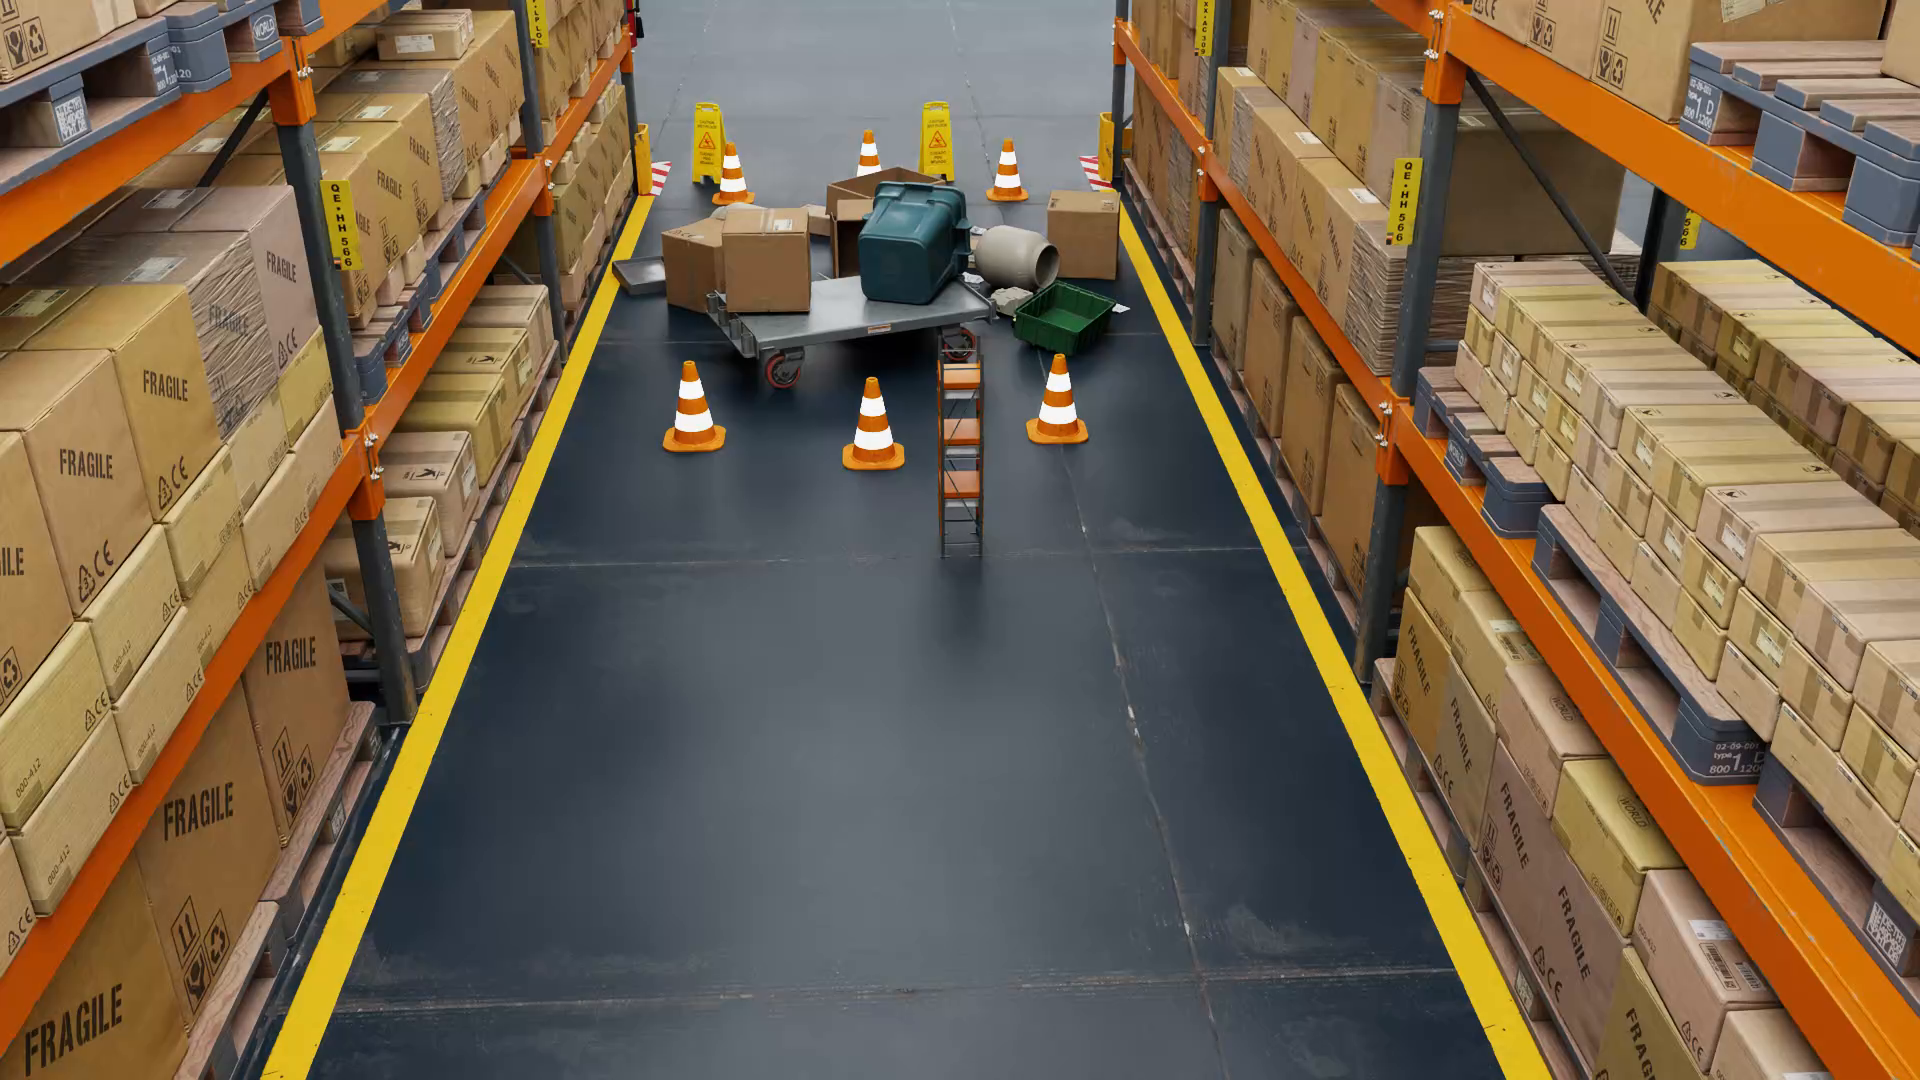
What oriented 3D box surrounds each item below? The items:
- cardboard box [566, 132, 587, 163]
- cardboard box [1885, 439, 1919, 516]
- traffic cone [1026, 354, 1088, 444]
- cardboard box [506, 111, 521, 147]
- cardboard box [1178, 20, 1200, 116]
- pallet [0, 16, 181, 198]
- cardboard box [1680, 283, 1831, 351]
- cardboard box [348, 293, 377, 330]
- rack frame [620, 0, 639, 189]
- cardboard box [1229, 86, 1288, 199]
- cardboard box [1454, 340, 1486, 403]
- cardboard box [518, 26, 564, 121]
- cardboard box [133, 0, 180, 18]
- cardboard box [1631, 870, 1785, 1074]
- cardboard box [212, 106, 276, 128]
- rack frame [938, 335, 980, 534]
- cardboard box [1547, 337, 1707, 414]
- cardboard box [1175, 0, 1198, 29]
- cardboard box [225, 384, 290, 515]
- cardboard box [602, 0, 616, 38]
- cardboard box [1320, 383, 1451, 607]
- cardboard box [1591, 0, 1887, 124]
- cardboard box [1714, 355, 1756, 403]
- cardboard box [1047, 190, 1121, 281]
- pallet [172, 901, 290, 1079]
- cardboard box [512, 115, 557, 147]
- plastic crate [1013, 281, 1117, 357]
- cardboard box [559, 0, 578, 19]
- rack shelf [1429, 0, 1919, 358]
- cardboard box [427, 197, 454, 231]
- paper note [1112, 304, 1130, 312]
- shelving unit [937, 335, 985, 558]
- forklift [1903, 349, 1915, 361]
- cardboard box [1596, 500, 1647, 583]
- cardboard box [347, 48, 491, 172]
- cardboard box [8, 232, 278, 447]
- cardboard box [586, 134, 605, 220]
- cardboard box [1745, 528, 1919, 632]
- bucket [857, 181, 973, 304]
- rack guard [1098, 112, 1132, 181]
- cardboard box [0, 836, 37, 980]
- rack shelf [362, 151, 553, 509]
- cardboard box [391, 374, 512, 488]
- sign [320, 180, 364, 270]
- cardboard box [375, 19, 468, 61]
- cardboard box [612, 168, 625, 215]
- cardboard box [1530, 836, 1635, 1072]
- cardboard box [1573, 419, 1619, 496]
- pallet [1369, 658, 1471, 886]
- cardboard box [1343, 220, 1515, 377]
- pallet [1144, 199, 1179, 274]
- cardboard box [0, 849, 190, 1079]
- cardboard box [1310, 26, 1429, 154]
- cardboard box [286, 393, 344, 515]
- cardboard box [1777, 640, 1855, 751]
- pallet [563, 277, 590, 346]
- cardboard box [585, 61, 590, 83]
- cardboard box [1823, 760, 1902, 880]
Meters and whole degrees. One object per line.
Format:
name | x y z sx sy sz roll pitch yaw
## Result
cardboard box | -2.687 -2.595 10.988 0.380 0.149 0.250 0 28 -1
cardboard box | 2.757 -0.157 4.481 0.380 0.149 0.250 -1 28 -1
traffic cone | 0.549 -0.818 9.317 0.336 0.463 0.334 -1 28 -3
cardboard box | -2.648 -2.276 9.187 0.380 0.149 0.250 -1 28 -2
cardboard box | 1.905 -3.088 10.765 0.875 0.550 0.550 -1 28 -3
pallet | -2.594 -1.019 3.920 1.003 0.211 1.213 0 28 0
cardboard box | 2.690 -0.758 5.634 0.380 0.149 0.250 -2 28 -3
cardboard box | -2.555 -0.946 6.637 0.380 0.149 0.250 -3 28 -6
rack frame | -3.160 -4.279 13.211 1.000 3.000 0.127 -1 28 -3
cardboard box | 1.773 -2.160 9.040 0.500 0.500 0.500 -1 28 -2
cardboard box | 2.018 -0.614 6.002 0.380 0.149 0.250 -2 28 -3
cardboard box | -2.696 -2.818 9.980 0.500 0.500 0.500 -1 28 -3
cardboard box | -2.501 -1.693 4.446 0.700 0.500 0.500 -3 28 -5
cardboard box | 2.100 1.110 4.315 0.500 0.250 0.500 0 28 0
cardboard box | -3.109 -1.622 7.232 0.500 0.500 0.500 -3 28 -6
rack frame | -0.004 -0.497 8.068 0.200 1.050 0.008 -1 28 -3
cardboard box | 2.065 -0.512 5.162 0.380 0.149 0.250 -3 28 -5
cardboard box | 1.857 -3.566 10.513 0.875 0.550 0.550 -1 28 -3
cardboard box | -2.433 -0.286 5.176 0.500 0.250 0.500 -2 28 -4
cardboard box | -2.835 -3.980 12.208 0.500 0.500 0.500 -1 28 -3
cardboard box | 2.254 -0.223 7.413 1.050 0.750 0.750 -2 28 -3
cardboard box | 2.025 -1.394 4.327 0.500 0.500 0.500 -1 28 -3
cardboard box | 2.708 -0.496 5.453 0.380 0.149 0.250 -1 28 -1
cardboard box | 0.881 -2.183 11.892 0.500 0.500 0.500 3 28 6
pallet | -2.715 1.580 4.993 1.003 0.211 1.213 -1 28 -3
cardboard box | -2.647 -2.474 10.021 0.380 0.149 0.250 -2 28 -3
plastic crate | 0.670 -1.426 10.718 0.450 0.188 0.662 22 34 18
cardboard box | -2.762 -3.496 10.199 0.700 0.500 0.500 -1 28 -2
rack shelf | 2.300 -0.838 4.148 1.077 0.370 4.000 -1 28 -3
cardboard box | -2.609 -1.562 7.818 0.380 0.149 0.250 -1 28 -1
paper note | 1.048 -1.571 11.228 0.147 0.020 0.142 -23 35 -37
shelving unit | 0.003 -0.441 7.960 0.215 1.050 0.252 -1 28 -3
forklift | 4.888 -1.138 7.263 1.130 2.935 3.031 6 28 11
cardboard box | 2.089 -0.002 4.828 0.380 0.149 0.250 -1 28 -2
cardboard box | -2.650 -2.119 8.186 0.500 0.500 0.500 0 28 -1
cardboard box | -2.419 -0.603 4.974 0.500 0.500 0.500 -1 28 -2
cardboard box | -2.777 -2.497 11.502 0.500 0.500 0.500 0 28 0
cardboard box | 2.139 0.099 3.991 0.380 0.149 0.250 -2 28 -4
bucket | -0.322 -1.828 10.407 0.726 0.611 0.620 8 39 15
rack guard | 1.777 -3.348 14.129 1.175 0.500 0.348 -1 28 -3
cardboard box | -2.321 0.880 3.480 0.500 0.250 0.500 -2 28 -4
rack shelf | -2.846 -1.189 8.065 1.077 0.370 4.000 -1 28 -3
cardboard box | -2.842 -0.558 8.464 0.950 0.372 0.625 0 28 -1
sign | -2.188 -1.113 5.888 0.100 0.325 0.005 -1 28 -3
cardboard box | -2.614 -2.430 8.081 0.380 0.149 0.250 -3 28 -5
cardboard box | -2.830 -2.640 12.587 0.500 0.250 0.500 -1 28 -2
cardboard box | 2.066 1.209 4.938 0.500 0.500 0.500 -2 28 -4
cardboard box | 2.080 -0.250 4.981 0.380 0.149 0.250 -1 28 -3
pallet | 2.235 0.846 6.399 1.003 0.211 1.213 -1 28 -3
cardboard box | 1.904 -0.997 6.809 0.500 0.500 0.500 -1 28 -3
pallet | 1.959 -2.280 12.393 1.003 0.211 1.213 -1 28 -3
cardboard box | -2.700 1.317 4.325 0.875 0.875 0.875 -1 28 -1
cardboard box | 2.099 -2.153 7.944 0.700 0.500 0.500 -2 28 -3
cardboard box | -2.456 -0.291 5.726 0.500 0.250 0.500 -2 28 -4
cardboard box | 2.143 0.348 3.835 0.380 0.149 0.250 -2 28 -4
pallet | -3.021 -1.505 10.907 1.003 0.211 1.213 -1 28 -3
cardboard box | -2.746 -3.181 11.376 0.380 0.149 0.250 -1 28 -3
cardboard box | 2.161 0.608 3.659 0.380 0.149 0.250 -1 28 -3
